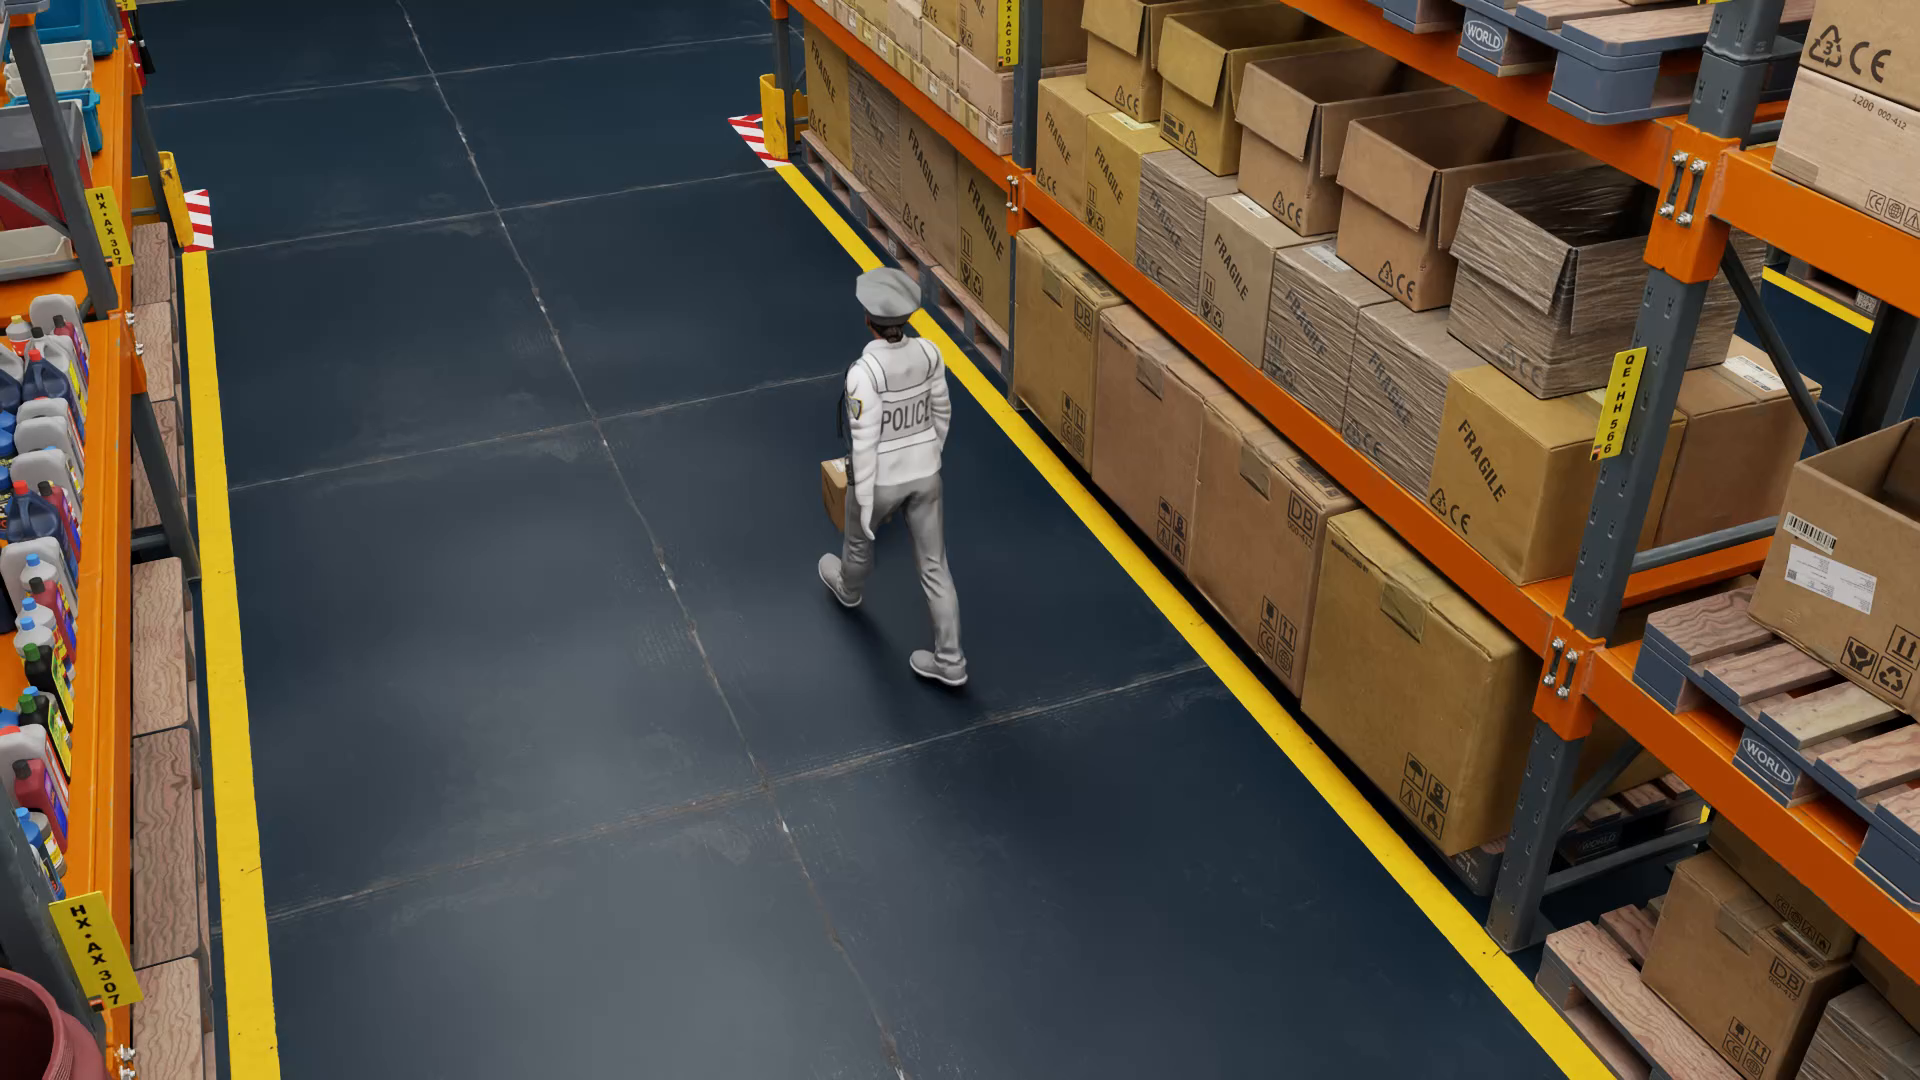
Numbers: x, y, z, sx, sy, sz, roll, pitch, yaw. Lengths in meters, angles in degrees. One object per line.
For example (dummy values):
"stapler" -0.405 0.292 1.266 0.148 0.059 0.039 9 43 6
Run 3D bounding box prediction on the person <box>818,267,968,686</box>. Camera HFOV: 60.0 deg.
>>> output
"person" -0.258 -0.297 6.568 0.508 1.619 0.997 -18 38 -25
